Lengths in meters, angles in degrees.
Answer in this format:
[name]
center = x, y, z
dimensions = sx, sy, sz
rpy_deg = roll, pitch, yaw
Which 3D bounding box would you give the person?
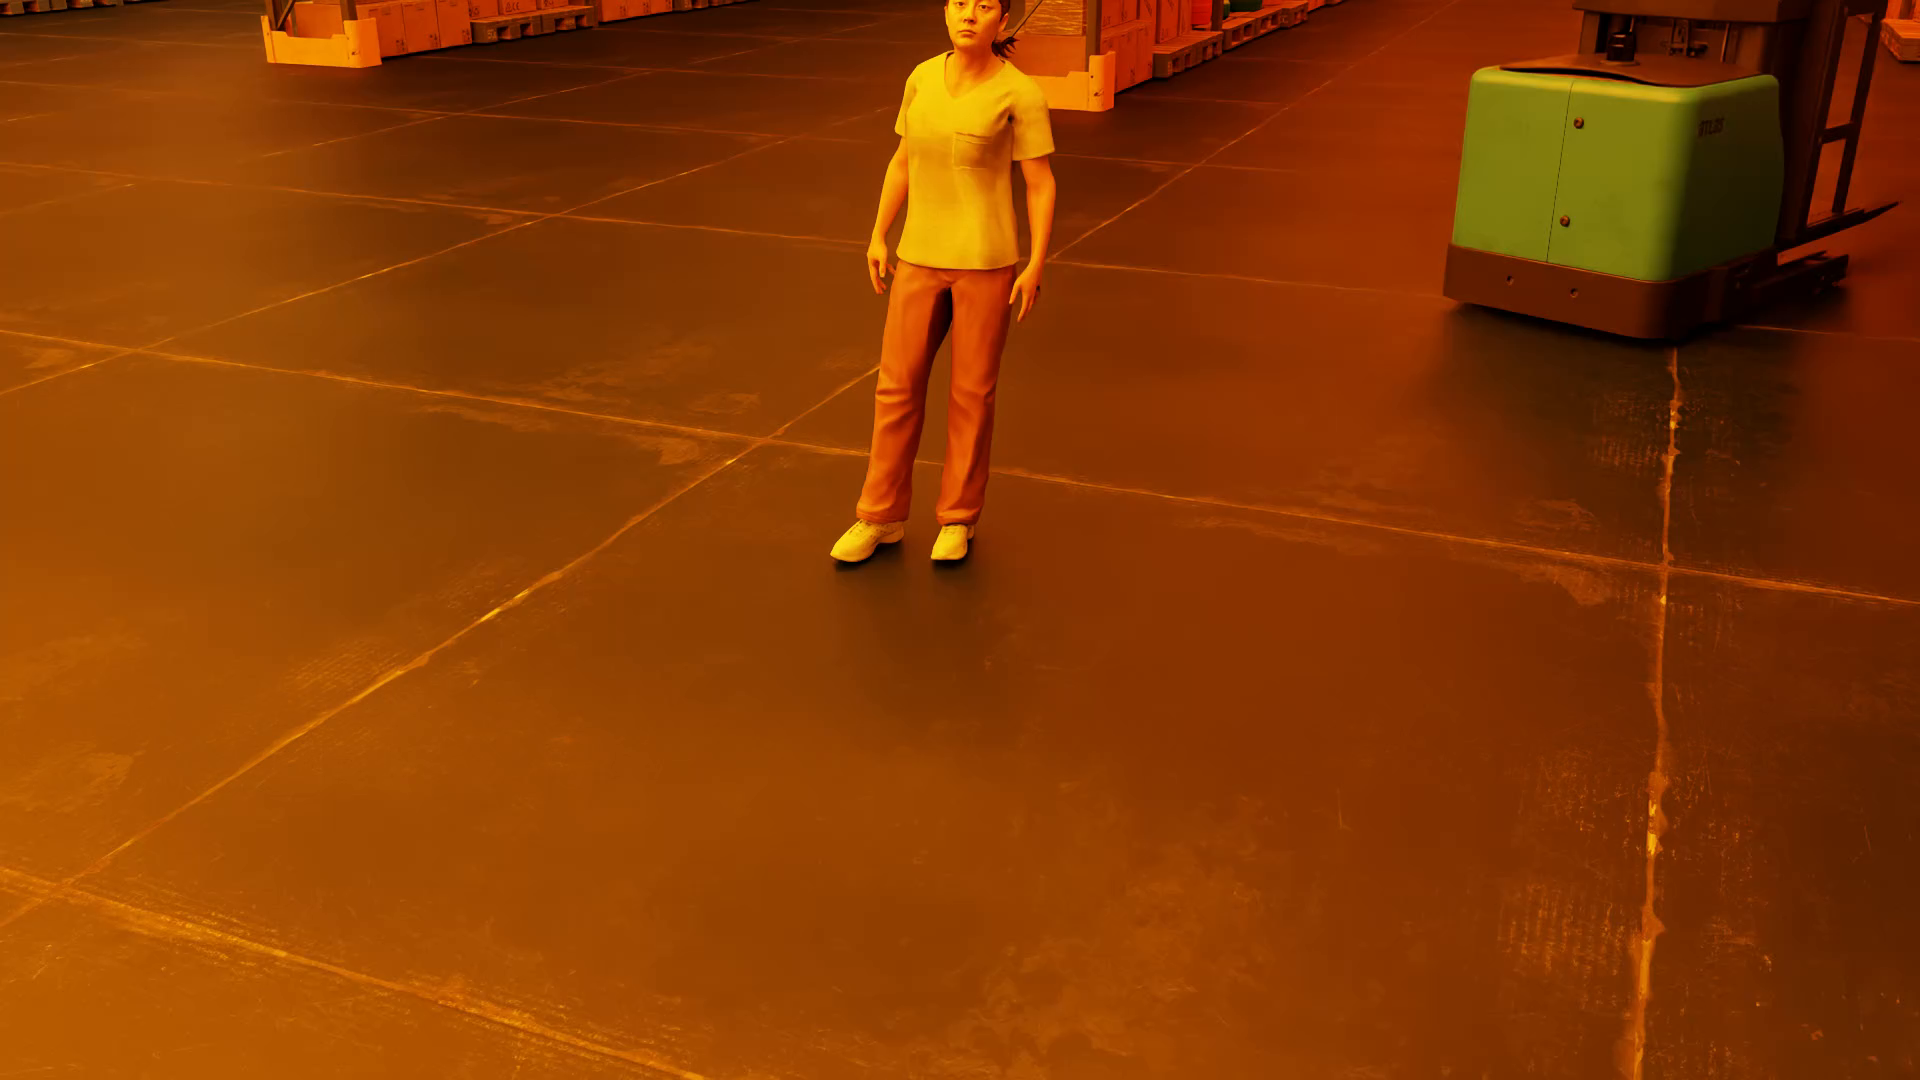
[person]
center = -0.039, -0.755, 4.708
dimensions = 0.553, 1.673, 0.548
rpy_deg = 9, 24, 21

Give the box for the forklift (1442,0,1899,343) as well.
[forklift]
center = 3.628, -2.645, 7.621
dimensions = 3.031, 2.935, 1.130
rpy_deg = -19, 29, -38
